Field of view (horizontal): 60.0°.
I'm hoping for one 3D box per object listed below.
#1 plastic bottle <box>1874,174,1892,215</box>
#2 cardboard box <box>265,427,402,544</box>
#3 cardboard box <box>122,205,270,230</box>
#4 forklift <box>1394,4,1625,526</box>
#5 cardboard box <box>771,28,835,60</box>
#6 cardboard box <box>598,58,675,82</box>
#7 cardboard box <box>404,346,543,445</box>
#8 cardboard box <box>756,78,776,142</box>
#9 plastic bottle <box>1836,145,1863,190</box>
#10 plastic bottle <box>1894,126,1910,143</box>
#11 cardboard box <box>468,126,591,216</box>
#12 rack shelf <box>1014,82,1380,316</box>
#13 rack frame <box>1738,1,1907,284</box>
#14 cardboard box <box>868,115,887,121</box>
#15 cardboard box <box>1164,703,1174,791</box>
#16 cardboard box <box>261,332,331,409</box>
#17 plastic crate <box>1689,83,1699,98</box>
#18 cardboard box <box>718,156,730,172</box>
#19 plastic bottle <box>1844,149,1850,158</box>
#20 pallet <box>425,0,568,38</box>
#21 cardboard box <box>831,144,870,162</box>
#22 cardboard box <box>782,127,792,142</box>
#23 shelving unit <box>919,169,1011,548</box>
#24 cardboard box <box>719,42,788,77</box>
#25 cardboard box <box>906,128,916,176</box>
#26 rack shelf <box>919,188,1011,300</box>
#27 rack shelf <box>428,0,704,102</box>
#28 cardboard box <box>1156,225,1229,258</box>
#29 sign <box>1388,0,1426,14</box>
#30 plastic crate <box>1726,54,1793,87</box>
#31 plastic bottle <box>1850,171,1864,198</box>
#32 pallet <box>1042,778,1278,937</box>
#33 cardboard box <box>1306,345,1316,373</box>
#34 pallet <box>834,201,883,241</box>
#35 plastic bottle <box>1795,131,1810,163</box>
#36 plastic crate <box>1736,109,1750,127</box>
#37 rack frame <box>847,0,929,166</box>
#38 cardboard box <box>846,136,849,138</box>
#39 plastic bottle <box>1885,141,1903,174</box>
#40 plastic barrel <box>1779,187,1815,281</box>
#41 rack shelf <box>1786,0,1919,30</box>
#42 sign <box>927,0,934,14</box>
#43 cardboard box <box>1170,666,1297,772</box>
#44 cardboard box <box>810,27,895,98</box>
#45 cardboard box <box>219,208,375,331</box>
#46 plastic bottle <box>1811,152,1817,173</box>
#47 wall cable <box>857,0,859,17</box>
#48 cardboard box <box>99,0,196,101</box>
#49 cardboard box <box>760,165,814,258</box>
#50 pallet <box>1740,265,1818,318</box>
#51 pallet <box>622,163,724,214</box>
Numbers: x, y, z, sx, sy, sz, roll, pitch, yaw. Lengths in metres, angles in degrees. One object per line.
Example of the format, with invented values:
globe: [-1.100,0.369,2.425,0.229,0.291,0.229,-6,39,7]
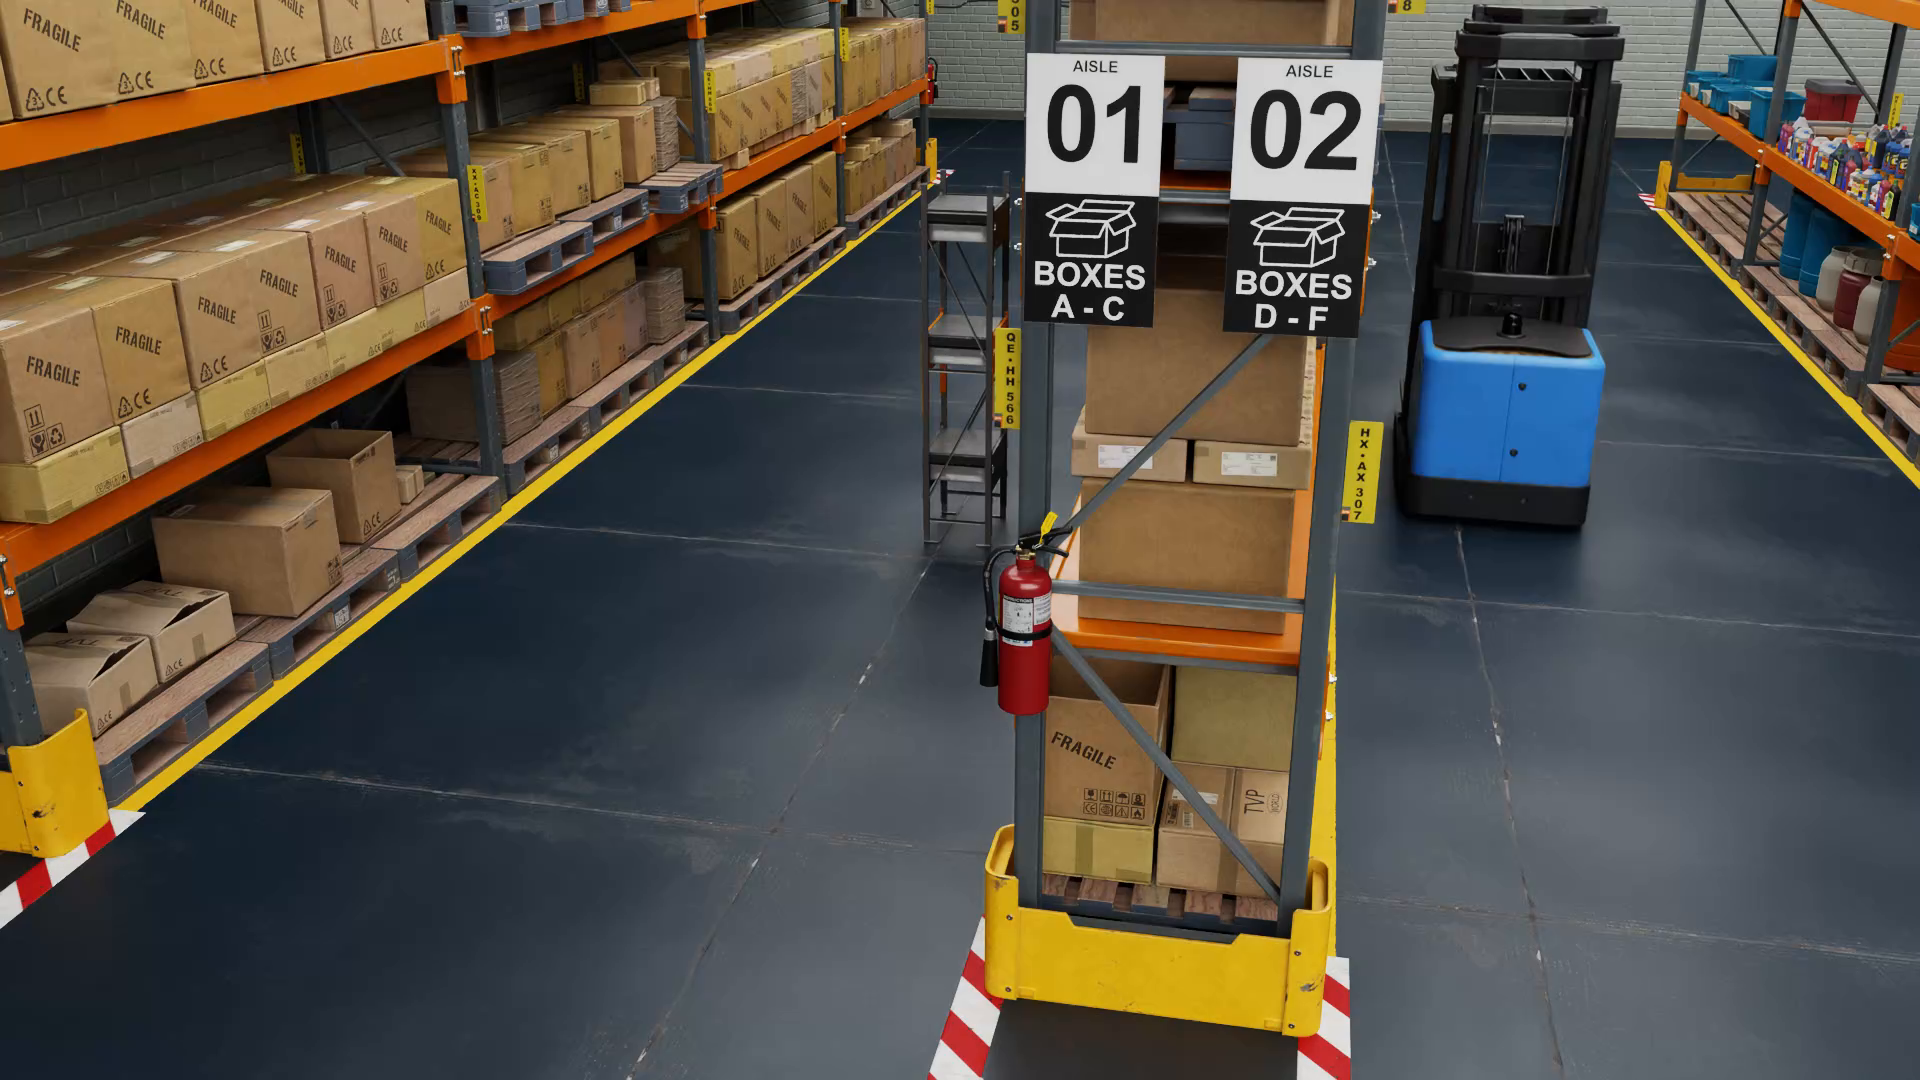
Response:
plastic bottle: [6.881,-2.570,12.376,0.061,0.283,0.133,4,22,11]
cardboard box: [-3.519,-0.314,9.374,0.500,0.500,0.500,3,22,7]
cardboard box: [-3.863,-1.413,8.516,0.500,0.500,0.500,5,22,12]
forklift: [3.537,-1.964,10.806,1.130,2.935,3.031,5,22,12]
cardboard box: [-1.559,-4.929,16.513,0.500,0.250,0.500,5,22,12]
cardboard box: [-2.691,-3.842,13.815,0.500,0.250,0.500,5,22,12]
cardboard box: [-3.212,-0.967,10.996,0.700,0.500,0.500,5,23,13]
cardboard box: [-1.962,-3.839,14.811,0.500,0.500,0.500,4,22,11]
plastic bottle: [7.140,-2.990,13.328,0.144,0.351,0.185,4,22,11]
plastic bottle: [8.080,-3.371,14.274,0.144,0.351,0.185,4,22,11]
cardboard box: [-2.984,-2.533,11.404,0.700,0.500,0.500,8,23,18]
rack shelf: [1.096,-1.602,6.763,1.077,0.370,4.000,4,22,11]
rack frame: [7.985,-3.822,15.329,1.000,3.000,0.127,4,22,11]
cardboard box: [-1.113,-5.174,20.601,0.380,0.149,0.250,5,22,11]
cardboard box: [0.598,0.866,6.807,0.500,0.250,0.500,4,22,11]
cardboard box: [-3.445,-0.844,8.109,0.500,0.250,0.500,5,22,11]
plastic crate: [8.282,-5.014,18.562,0.250,0.136,0.298,4,22,11]
cardboard box: [-2.176,-3.202,14.097,0.380,0.149,0.250,5,22,12]
plastic bottle: [7.191,-3.015,13.482,0.061,0.283,0.133,4,22,11]
pallet: [-3.116,-3.174,9.955,1.213,0.211,1.003,4,22,11]
cardboard box: [-1.212,-4.291,18.408,0.380,0.149,0.250,5,23,13]
cardboard box: [-1.808,-3.864,15.741,0.380,0.149,0.250,4,22,9]
shelving unit: [0.034,-1.035,9.612,0.431,2.100,0.503,4,22,11]
cardboard box: [-1.880,-4.369,15.125,0.500,0.250,0.500,4,22,10]
cardboard box: [-0.943,-4.812,20.570,0.700,0.500,0.500,4,22,11]
rack shelf: [0.034,-1.671,9.355,0.431,0.518,0.480,4,22,11]
rack shelf: [-2.938,-3.441,11.330,1.077,0.370,4.000,4,22,11]
cardboard box: [0.908,-0.843,6.060,0.700,0.500,0.500,4,22,10]
sign: [1.230,-1.602,4.524,0.100,0.325,0.005,4,22,11]
plastic crate: [8.915,-5.193,18.604,0.616,0.435,0.499,4,22,11]
plastic bottle: [7.041,-2.786,13.023,0.097,0.201,0.097,0,22,0]
pallet: [0.803,1.198,6.596,1.003,0.211,1.213,4,22,11]
cardboard box: [1.188,-0.665,6.486,0.380,0.149,0.250,4,22,9]
pallet: [-1.482,-3.556,18.401,1.003,0.211,1.213,4,22,11]
plastic bottle: [7.392,-3.448,14.572,0.097,0.271,0.097,0,22,0]
plastic crate: [7.950,-4.152,16.436,0.437,0.125,0.590,4,22,11]
rack frame: [-0.898,-6.040,20.836,1.000,3.000,0.127,4,22,11]
cardboard box: [-1.474,-4.523,18.985,0.380,0.149,0.250,5,22,11]
plastic bottle: [7.890,-3.229,14.029,0.097,0.271,0.097,0,22,0]
plastic barrel: [7.857,-2.846,15.152,0.600,0.901,0.708,4,22,11]
rack shelf: [7.577,-4.148,13.087,1.077,0.370,4.000,4,22,11]
sign: [-0.369,-6.641,20.461,0.100,0.325,0.005,4,22,11]
cardboard box: [1.115,0.558,6.567,0.500,0.500,0.500,4,22,11]
cardboard box: [-1.294,-5.447,18.962,0.980,0.700,0.700,3,22,8]
cardboard box: [-3.350,-1.376,8.426,0.500,0.500,0.500,4,22,9]
plastic bottle: [7.278,-3.211,14.077,0.097,0.201,0.097,0,22,0]
wall cable: [-1.562,-7.052,21.988,0.084,1.984,1.851,4,22,11]
cardboard box: [-3.603,-2.123,6.934,0.500,0.500,0.500,6,23,13]
cardboard box: [-1.898,-3.202,16.105,0.750,0.750,0.750,5,23,13]
pallet: [7.787,-2.250,15.157,1.003,0.211,1.213,4,22,11]
pallet: [-2.571,-2.757,12.940,1.213,0.211,1.003,4,22,11]
